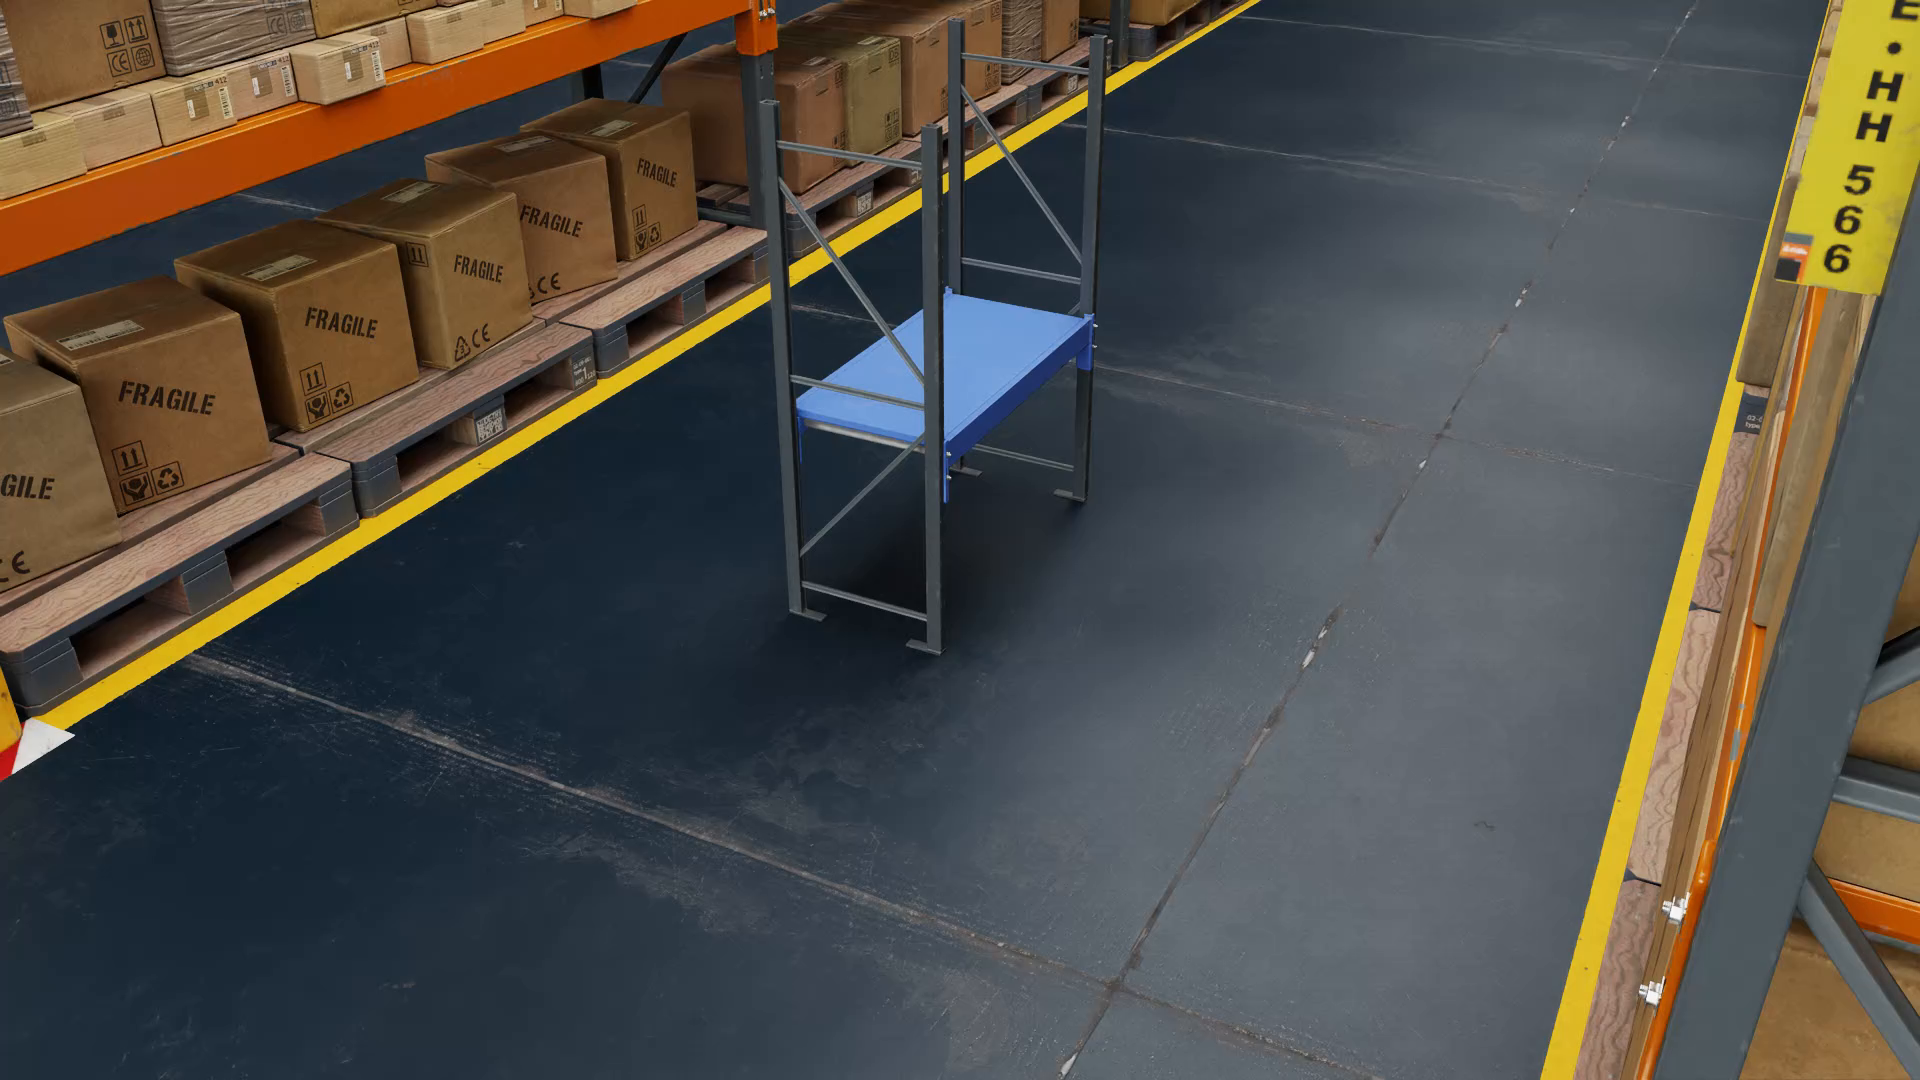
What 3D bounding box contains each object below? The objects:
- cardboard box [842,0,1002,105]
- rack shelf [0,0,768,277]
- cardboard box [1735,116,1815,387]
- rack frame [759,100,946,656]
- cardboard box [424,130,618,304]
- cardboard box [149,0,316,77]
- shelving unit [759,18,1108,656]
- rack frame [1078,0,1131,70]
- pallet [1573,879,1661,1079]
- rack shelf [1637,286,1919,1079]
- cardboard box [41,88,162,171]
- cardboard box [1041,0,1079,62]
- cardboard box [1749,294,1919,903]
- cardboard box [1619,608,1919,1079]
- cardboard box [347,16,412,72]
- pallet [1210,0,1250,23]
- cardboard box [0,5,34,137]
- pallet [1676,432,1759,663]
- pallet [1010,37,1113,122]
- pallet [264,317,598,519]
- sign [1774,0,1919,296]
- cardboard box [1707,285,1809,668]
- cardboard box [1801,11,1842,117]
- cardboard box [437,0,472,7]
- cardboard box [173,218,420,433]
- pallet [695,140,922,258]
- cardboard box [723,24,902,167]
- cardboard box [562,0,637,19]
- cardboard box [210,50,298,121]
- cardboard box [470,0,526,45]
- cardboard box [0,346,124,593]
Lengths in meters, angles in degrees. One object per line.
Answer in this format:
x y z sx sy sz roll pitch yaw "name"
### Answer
-0.202 -2.667 8.950 0.700 0.500 0.500 17 34 27 "cardboard box"
-2.154 -1.391 5.383 1.077 0.370 4.000 14 33 23 "rack shelf"
3.329 -0.922 5.681 1.050 0.750 0.750 14 33 23 "cardboard box"
-0.270 -0.387 4.418 0.500 1.500 0.032 14 33 23 "rack frame"
-1.715 -1.264 6.528 0.500 0.500 0.500 -26 39 -37 "cardboard box"
-2.403 -1.687 4.777 0.875 0.500 0.500 14 33 23 "cardboard box"
-0.039 -0.613 4.811 0.538 1.500 1.048 14 33 23 "shelving unit"
0.579 -4.363 9.836 1.000 3.000 0.127 14 33 23 "rack frame"
1.599 1.190 2.965 1.003 0.211 1.213 14 33 23 "pallet"
2.215 -0.221 3.346 1.077 0.370 4.000 14 33 23 "rack shelf"
-2.370 -1.110 4.422 0.380 0.149 0.250 14 33 23 "cardboard box"
0.292 -3.169 9.824 0.700 0.500 0.500 13 32 21 "cardboard box"
1.433 0.113 1.890 0.875 0.550 0.550 14 33 23 "cardboard box"
1.554 0.777 2.597 0.875 0.875 0.875 14 33 24 "cardboard box"
-1.958 -1.564 5.214 0.380 0.149 0.250 14 33 23 "cardboard box"
1.562 -4.025 12.048 1.003 0.211 1.213 14 33 23 "pallet"
-2.790 -1.227 3.975 0.875 0.500 0.500 14 33 23 "cardboard box"
2.710 0.109 4.849 1.003 0.211 1.213 14 33 23 "pallet"
0.222 -2.808 9.928 1.003 0.211 1.213 14 33 23 "pallet"
-2.072 -0.532 5.965 1.003 0.211 1.213 14 33 23 "pallet"
0.827 -0.381 1.501 0.100 0.325 0.005 14 33 23 "sign"
2.370 -0.017 3.980 0.875 0.875 0.875 15 33 24 "cardboard box"
4.196 -1.762 7.144 1.050 0.750 0.750 15 33 24 "cardboard box"
-1.900 -2.119 5.528 0.875 0.500 0.500 14 33 23 "cardboard box"
-2.222 -0.734 5.604 0.500 0.500 0.500 18 34 28 "cardboard box"
-0.890 -1.726 8.044 1.003 0.211 1.213 14 33 23 "pallet"
-0.710 -2.171 8.087 0.700 0.500 0.500 14 33 23 "cardboard box"
-1.384 -1.977 5.933 0.380 0.149 0.250 14 33 23 "cardboard box"
-2.160 -1.336 4.816 0.380 0.149 0.250 14 33 23 "cardboard box"
-1.693 -1.776 5.583 0.380 0.149 0.250 14 33 23 "cardboard box"
-2.766 -0.188 4.654 0.500 0.500 0.500 21 36 32 "cardboard box"
